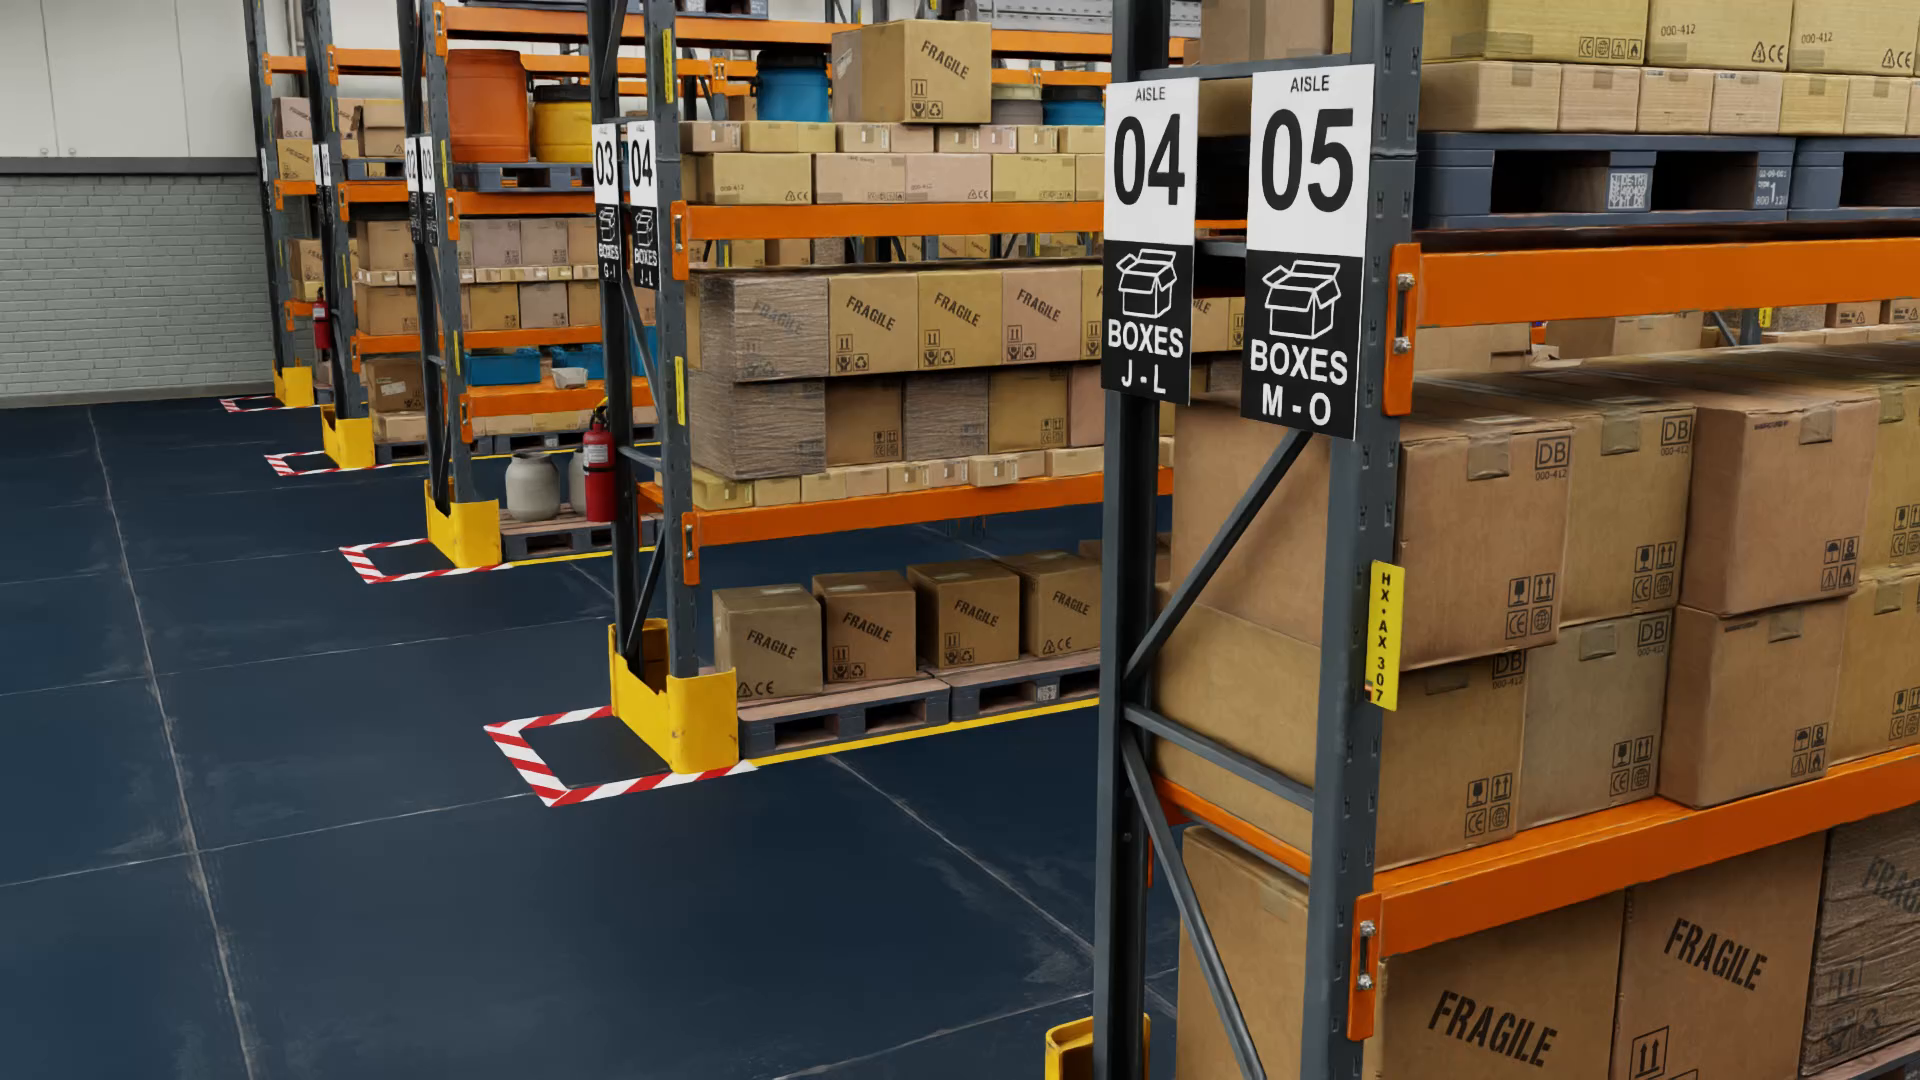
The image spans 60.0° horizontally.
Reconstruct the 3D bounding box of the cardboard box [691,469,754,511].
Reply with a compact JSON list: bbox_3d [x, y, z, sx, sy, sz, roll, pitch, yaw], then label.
[{"bbox_3d":[-1.244,-0.263,8.518,0.250,0.149,0.380,-7,14,-28],"label":"cardboard box"}]

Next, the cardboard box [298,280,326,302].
[{"bbox_3d":[-8.148,-3.192,21.257,0.500,0.250,0.500,-7,15,-29],"label":"cardboard box"}]

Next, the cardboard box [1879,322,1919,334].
[{"bbox_3d":[7.310,-1.452,13.002,0.500,0.500,0.500,-7,14,-28],"label":"cardboard box"}]

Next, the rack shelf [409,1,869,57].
[{"bbox_3d":[-2.226,-3.947,13.202,4.000,0.370,1.077,-7,14,-28],"label":"rack shelf"}]

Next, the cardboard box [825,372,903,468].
[{"bbox_3d":[-0.731,-0.724,9.088,0.500,0.500,0.875,-7,14,-28],"label":"cardboard box"}]

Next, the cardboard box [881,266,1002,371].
[{"bbox_3d":[-0.115,-1.193,8.894,0.500,0.500,0.500,-7,14,-28],"label":"cardboard box"}]

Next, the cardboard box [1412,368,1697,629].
[{"bbox_3d":[1.462,-0.142,4.608,0.550,0.550,0.875,-7,14,-28],"label":"cardboard box"}]

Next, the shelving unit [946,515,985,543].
[{"bbox_3d":[0.047,-0.518,13.519,0.252,1.050,0.215,-7,14,-28],"label":"shelving unit"}]

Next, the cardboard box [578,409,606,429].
[{"bbox_3d":[-4.018,-1.398,18.296,0.500,0.250,0.500,-7,14,-28],"label":"cardboard box"}]

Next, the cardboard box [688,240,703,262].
[{"bbox_3d":[-3.227,-3.366,18.549,0.500,0.500,0.700,-7,14,-28],"label":"cardboard box"}]

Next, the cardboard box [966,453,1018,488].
[{"bbox_3d":[0.119,-0.402,9.136,0.250,0.149,0.380,-7,14,-28],"label":"cardboard box"}]

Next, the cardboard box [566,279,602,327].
[{"bbox_3d":[-4.129,-2.624,18.209,0.500,0.500,0.700,-7,14,-27],"label":"cardboard box"}]

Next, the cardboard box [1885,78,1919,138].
[{"bbox_3d":[2.465,-1.163,4.503,0.250,0.149,0.380,-7,14,-27],"label":"cardboard box"}]

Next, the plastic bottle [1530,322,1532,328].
[{"bbox_3d":[6.040,-2.416,17.794,0.135,0.276,0.152,-7,14,-28],"label":"plastic bottle"}]

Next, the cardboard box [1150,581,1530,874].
[{"bbox_3d":[0.983,0.444,4.462,0.550,0.550,0.875,-7,14,-28],"label":"cardboard box"}]

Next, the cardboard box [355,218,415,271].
[{"bbox_3d":[-5.889,-3.045,17.124,0.500,0.500,0.700,-7,14,-28],"label":"cardboard box"}]

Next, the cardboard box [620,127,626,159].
[{"bbox_3d":[-4.699,-5.445,22.956,0.500,0.500,0.500,-5,13,-20],"label":"cardboard box"}]

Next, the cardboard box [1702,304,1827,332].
[{"bbox_3d":[6.063,-1.855,12.508,0.637,0.503,0.797,-6,14,-26],"label":"cardboard box"}]

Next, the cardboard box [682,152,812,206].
[{"bbox_3d":[-1.062,-1.793,8.252,0.500,0.250,0.500,-6,14,-26],"label":"cardboard box"}]

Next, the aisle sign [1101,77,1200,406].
[{"bbox_3d":[0.474,-0.754,4.205,0.004,0.787,0.394,-7,14,-28],"label":"aisle sign"}]

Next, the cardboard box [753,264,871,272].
[{"bbox_3d":[-0.808,-1.242,9.115,0.500,0.500,0.500,-7,14,-28],"label":"cardboard box"}]

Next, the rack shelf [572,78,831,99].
[{"bbox_3d":[-3.462,-6.277,23.555,4.000,0.370,1.077,-7,14,-28],"label":"rack shelf"}]

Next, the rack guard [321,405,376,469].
[{"bbox_3d":[-6.373,-1.089,17.309,0.348,0.500,1.175,-7,14,-28],"label":"rack guard"}]

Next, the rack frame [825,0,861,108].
[{"bbox_3d":[-1.707,-7.034,24.367,0.127,3.000,1.000,-7,14,-28],"label":"rack frame"}]

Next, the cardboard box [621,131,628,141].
[{"bbox_3d":[-3.883,-4.366,18.273,0.500,0.311,0.500,-8,15,-31],"label":"cardboard box"}]

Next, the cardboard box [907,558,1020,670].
[{"bbox_3d":[0.015,0.419,9.652,0.500,0.500,0.500,-5,14,-23],"label":"cardboard box"}]

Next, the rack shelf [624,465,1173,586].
[{"bbox_3d":[0.147,-0.261,9.575,4.000,0.370,1.077,-7,14,-28],"label":"rack shelf"}]

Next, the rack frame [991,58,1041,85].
[{"bbox_3d":[0.670,-6.079,20.127,0.127,3.000,1.000,-7,14,-28],"label":"rack frame"}]

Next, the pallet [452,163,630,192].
[{"bbox_3d":[-3.209,-2.795,12.797,1.213,0.211,1.003,-7,14,-28],"label":"pallet"}]

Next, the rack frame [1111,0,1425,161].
[{"bbox_3d":[0.679,-2.362,3.608,0.127,3.000,1.000,-7,14,-28],"label":"rack frame"}]

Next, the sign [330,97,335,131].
[{"bbox_3d":[-6.091,-4.132,16.134,0.005,0.325,0.100,-7,14,-28],"label":"sign"}]

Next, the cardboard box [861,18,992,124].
[{"bbox_3d":[-0.176,-2.407,8.596,0.500,0.500,0.500,-7,14,-28],"label":"cardboard box"}]

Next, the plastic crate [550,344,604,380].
[{"bbox_3d":[-3.113,-1.461,13.608,0.408,0.251,0.499,-7,14,-28],"label":"plastic crate"}]

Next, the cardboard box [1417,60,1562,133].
[{"bbox_3d":[1.134,-1.004,3.793,0.250,0.149,0.380,-7,14,-27],"label":"cardboard box"}]

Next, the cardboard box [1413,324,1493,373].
[{"bbox_3d":[2.667,-1.376,10.571,1.000,1.000,1.000,-7,14,-27],"label":"cardboard box"}]

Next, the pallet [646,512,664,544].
[{"bbox_3d":[-2.152,-0.225,14.126,1.213,0.211,1.003,-7,14,-28],"label":"pallet"}]

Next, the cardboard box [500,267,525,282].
[{"bbox_3d":[-4.775,-2.812,17.566,0.250,0.149,0.380,-7,14,-29],"label":"cardboard box"}]

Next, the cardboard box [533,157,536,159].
[{"bbox_3d":[-5.545,-5.107,22.364,0.500,0.500,0.500,-6,14,-26],"label":"cardboard box"}]

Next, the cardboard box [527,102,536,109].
[{"bbox_3d":[-5.527,-5.591,22.237,0.500,0.500,0.500,-8,15,-33],"label":"cardboard box"}]

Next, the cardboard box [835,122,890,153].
[{"bbox_3d":[-0.546,-2.044,8.463,0.250,0.149,0.380,-6,14,-26],"label":"cardboard box"}]

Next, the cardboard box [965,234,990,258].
[{"bbox_3d":[0.196,-4.474,25.706,0.500,0.500,0.500,-6,14,-26],"label":"cardboard box"}]

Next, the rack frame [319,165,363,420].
[{"bbox_3d":[-6.352,-2.311,17.046,0.127,3.000,1.000,-7,14,-28],"label":"rack frame"}]

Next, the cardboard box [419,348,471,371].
[{"bbox_3d":[-6.910,-2.443,22.325,0.500,0.500,0.700,-8,15,-31],"label":"cardboard box"}]

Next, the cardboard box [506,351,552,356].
[{"bbox_3d":[-4.713,-1.814,18.437,0.500,0.500,0.500,-7,14,-28],"label":"cardboard box"}]

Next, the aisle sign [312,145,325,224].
[{"bbox_3d":[-6.550,-3.629,16.981,0.004,0.787,0.394,-7,14,-28],"label":"aisle sign"}]

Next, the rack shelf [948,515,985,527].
[{"bbox_3d":[0.047,-0.236,13.582,0.240,0.259,0.215,-7,14,-28],"label":"rack shelf"}]

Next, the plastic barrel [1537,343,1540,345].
[{"bbox_3d":[6.066,-1.746,18.356,0.708,0.901,0.600,-7,14,-28],"label":"plastic barrel"}]

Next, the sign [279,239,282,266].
[{"bbox_3d":[-8.468,-3.583,20.726,0.005,0.325,0.100,-7,14,-28],"label":"sign"}]

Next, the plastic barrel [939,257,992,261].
[{"bbox_3d":[0.014,-2.004,14.538,0.708,0.901,0.600,-7,14,-28],"label":"plastic barrel"}]

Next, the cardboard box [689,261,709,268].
[{"bbox_3d":[-2.977,-3.027,18.523,0.250,0.149,0.380,-7,14,-28],"label":"cardboard box"}]
